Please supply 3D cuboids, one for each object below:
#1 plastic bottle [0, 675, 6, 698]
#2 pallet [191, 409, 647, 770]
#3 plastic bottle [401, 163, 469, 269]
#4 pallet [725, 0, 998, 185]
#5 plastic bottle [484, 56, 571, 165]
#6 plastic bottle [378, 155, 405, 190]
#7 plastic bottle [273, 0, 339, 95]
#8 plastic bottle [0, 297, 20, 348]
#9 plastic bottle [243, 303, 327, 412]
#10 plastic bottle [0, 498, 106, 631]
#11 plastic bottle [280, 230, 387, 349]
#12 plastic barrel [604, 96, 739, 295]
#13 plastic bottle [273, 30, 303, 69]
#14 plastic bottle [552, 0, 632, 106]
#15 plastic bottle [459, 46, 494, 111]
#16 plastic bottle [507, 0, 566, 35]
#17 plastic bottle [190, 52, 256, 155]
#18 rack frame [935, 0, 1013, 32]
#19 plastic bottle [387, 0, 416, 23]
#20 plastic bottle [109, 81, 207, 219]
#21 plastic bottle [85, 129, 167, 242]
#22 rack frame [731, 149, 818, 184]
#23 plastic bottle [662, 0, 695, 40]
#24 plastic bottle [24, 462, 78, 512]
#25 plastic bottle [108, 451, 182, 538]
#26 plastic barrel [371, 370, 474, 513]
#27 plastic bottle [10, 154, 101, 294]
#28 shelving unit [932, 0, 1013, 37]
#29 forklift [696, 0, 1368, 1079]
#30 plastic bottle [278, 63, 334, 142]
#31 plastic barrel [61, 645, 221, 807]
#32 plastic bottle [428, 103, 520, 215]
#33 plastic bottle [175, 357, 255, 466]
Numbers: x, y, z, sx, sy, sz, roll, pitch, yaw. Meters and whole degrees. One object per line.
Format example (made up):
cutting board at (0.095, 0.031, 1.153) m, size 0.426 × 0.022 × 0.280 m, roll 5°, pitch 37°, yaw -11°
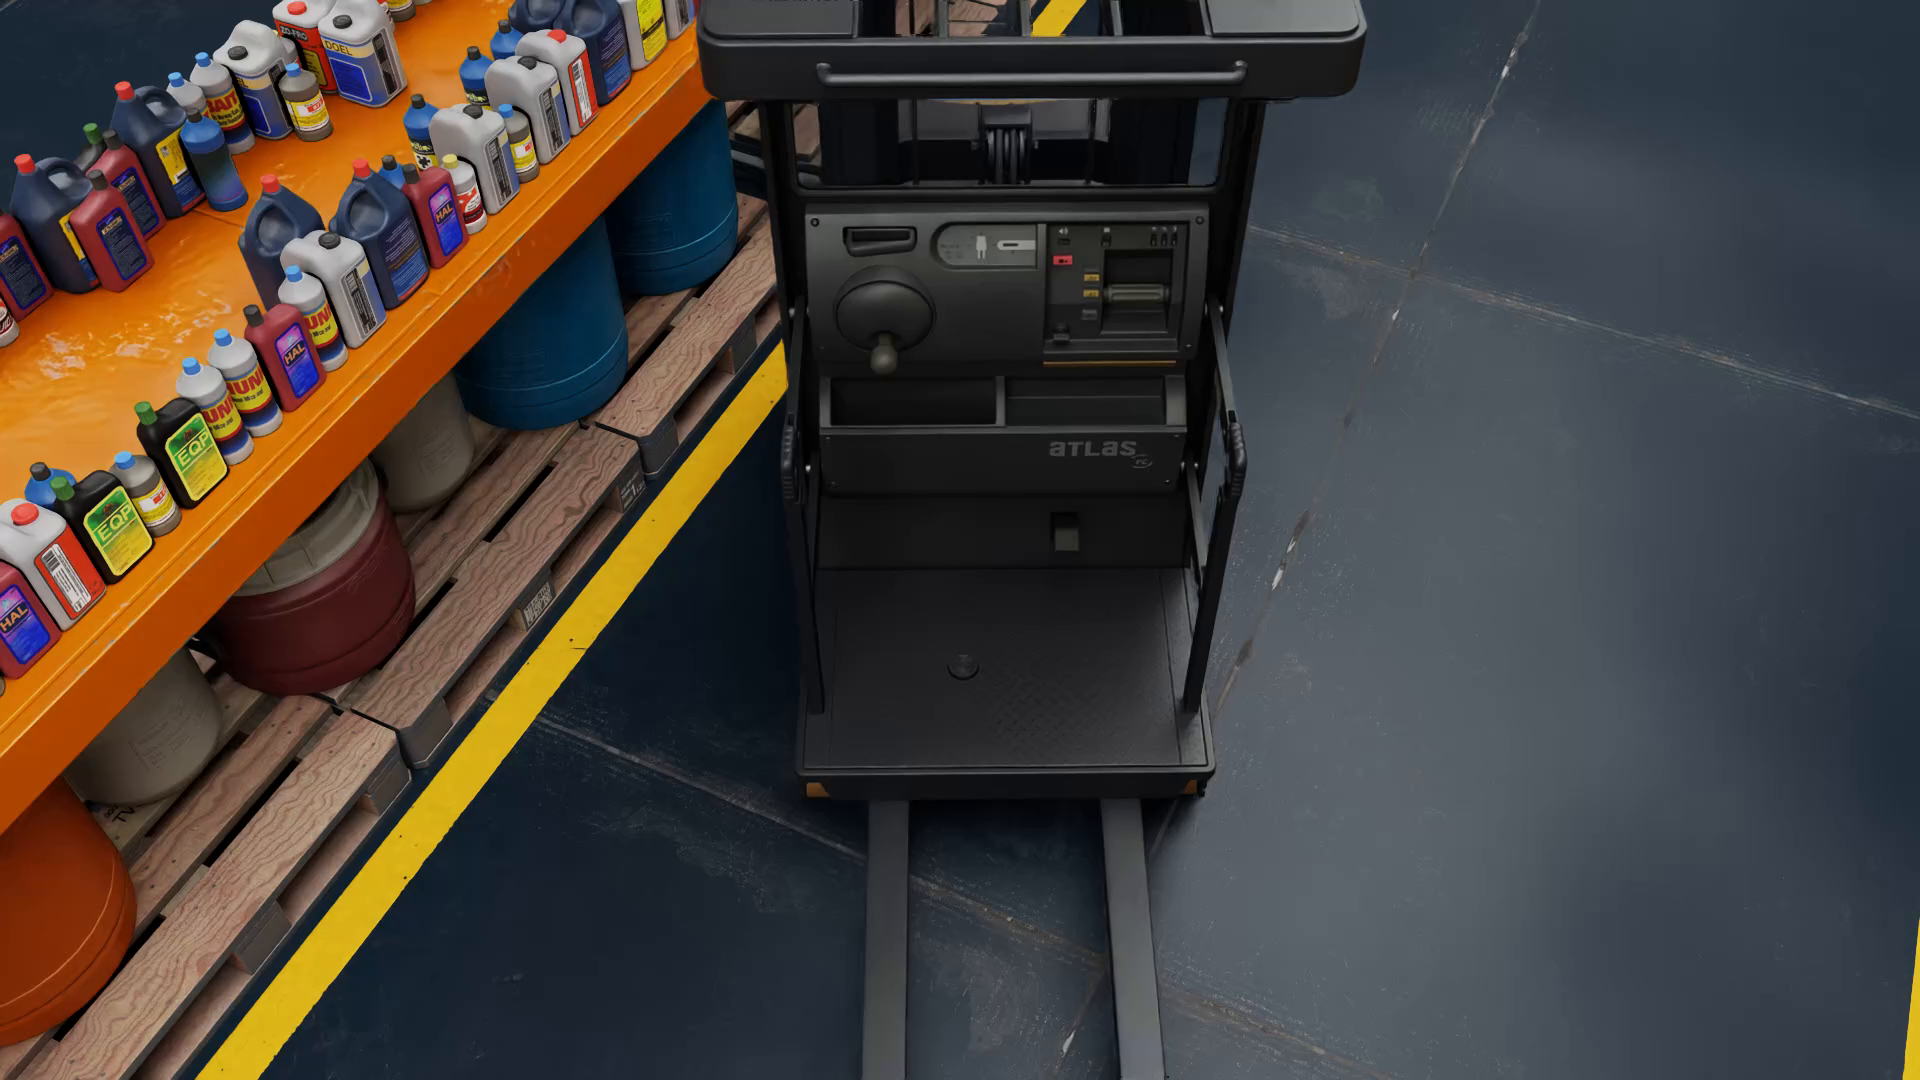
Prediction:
plastic bottle at (-1.937, 0.237, 3.209) m, size 0.097 × 0.201 × 0.097 m, roll 0°, pitch 50°, yaw 0°
pallet at (-1.709, 0.014, 5.099) m, size 1.003 × 0.211 × 1.213 m, roll 20°, pitch 52°, yaw 16°
plastic bottle at (-1.283, -0.811, 4.047) m, size 0.061 × 0.283 × 0.133 m, roll 20°, pitch 52°, yaw 16°
pallet at (-0.542, -1.866, 6.699) m, size 1.003 × 0.211 × 1.213 m, roll 20°, pitch 52°, yaw 16°
plastic bottle at (-1.126, -1.142, 4.334) m, size 0.152 × 0.276 × 0.135 m, roll 20°, pitch 52°, yaw 16°
plastic bottle at (-1.362, -0.820, 4.063) m, size 0.097 × 0.271 × 0.097 m, roll 0°, pitch 50°, yaw 0°
plastic bottle at (-1.759, -1.378, 4.534) m, size 0.152 × 0.276 × 0.135 m, roll 20°, pitch 52°, yaw 16°
plastic bottle at (-2.288, -0.551, 3.880) m, size 0.097 × 0.201 × 0.097 m, roll 0°, pitch 50°, yaw 0°
plastic bottle at (-1.518, -0.432, 3.725) m, size 0.061 × 0.283 × 0.133 m, roll 20°, pitch 52°, yaw 16°
plastic bottle at (-1.855, 0.033, 3.334) m, size 0.152 × 0.276 × 0.135 m, roll 20°, pitch 52°, yaw 16°
plastic bottle at (-1.461, -0.604, 3.876) m, size 0.152 × 0.276 × 0.135 m, roll 20°, pitch 52°, yaw 16°
plastic barrel at (-1.069, -1.338, 5.521) m, size 0.600 × 0.901 × 0.708 m, roll 20°, pitch 52°, yaw 16°
plastic bottle at (-1.833, -1.283, 4.502) m, size 0.097 × 0.201 × 0.097 m, roll 0°, pitch 50°, yaw 0°
plastic bottle at (-0.997, -1.368, 4.477) m, size 0.144 × 0.351 × 0.185 m, roll 20°, pitch 52°, yaw 16°
plastic bottle at (-1.247, -1.169, 4.359) m, size 0.097 × 0.271 × 0.097 m, roll 0°, pitch 50°, yaw 0°
plastic bottle at (-1.127, -1.415, 4.517) m, size 0.144 × 0.351 × 0.185 m, roll 20°, pitch 52°, yaw 16°
plastic bottle at (-1.932, -1.146, 4.340) m, size 0.097 × 0.271 × 0.097 m, roll 0°, pitch 50°, yaw 0°
rack frame at (0.042, -1.250, 5.527) m, size 0.240 × 1.200 × 0.006 m, roll 2°, pitch 46°, yaw 2°
plastic bottle at (-1.636, -1.601, 4.774) m, size 0.097 × 0.201 × 0.097 m, roll 0°, pitch 50°, yaw 0°
plastic bottle at (-2.013, -1.000, 4.164) m, size 0.144 × 0.351 × 0.185 m, roll 20°, pitch 52°, yaw 16°
plastic bottle at (-2.064, -0.862, 4.091) m, size 0.061 × 0.283 × 0.133 m, roll 20°, pitch 52°, yaw 16°
rack frame at (-0.821, -2.251, 5.195) m, size 1.000 × 3.000 × 0.127 m, roll 20°, pitch 52°, yaw 16°
plastic bottle at (-0.854, -1.582, 4.708) m, size 0.152 × 0.276 × 0.135 m, roll 20°, pitch 52°, yaw 16°
plastic bottle at (-1.836, -0.057, 3.413) m, size 0.097 × 0.271 × 0.097 m, roll 0°, pitch 50°, yaw 0°
plastic bottle at (-1.724, -0.106, 3.501) m, size 0.097 × 0.201 × 0.097 m, roll 0°, pitch 50°, yaw 0°
plastic barrel at (-1.694, -0.364, 4.948) m, size 0.421 × 0.512 × 0.421 m, roll 0°, pitch 50°, yaw 0°
plastic bottle at (-2.149, -0.781, 3.977) m, size 0.144 × 0.351 × 0.185 m, roll 20°, pitch 52°, yaw 16°
shelving unit at (0.039, -1.184, 5.463) m, size 0.258 × 1.200 × 0.189 m, roll 2°, pitch 46°, yaw 2°
forklift at (0.113, -0.481, 3.735) m, size 1.130 × 2.935 × 3.031 m, roll 0°, pitch 50°, yaw 0°
plastic bottle at (-1.737, -1.166, 4.403) m, size 0.097 × 0.201 × 0.097 m, roll 0°, pitch 50°, yaw 0°
plastic barrel at (-2.176, 0.414, 4.286) m, size 0.421 × 0.512 × 0.421 m, roll 0°, pitch 50°, yaw 0°
plastic bottle at (-1.226, -0.983, 4.198) m, size 0.152 × 0.276 × 0.135 m, roll 20°, pitch 52°, yaw 16°
plastic bottle at (-1.626, -0.288, 3.610) m, size 0.097 × 0.271 × 0.097 m, roll 0°, pitch 50°, yaw 0°
